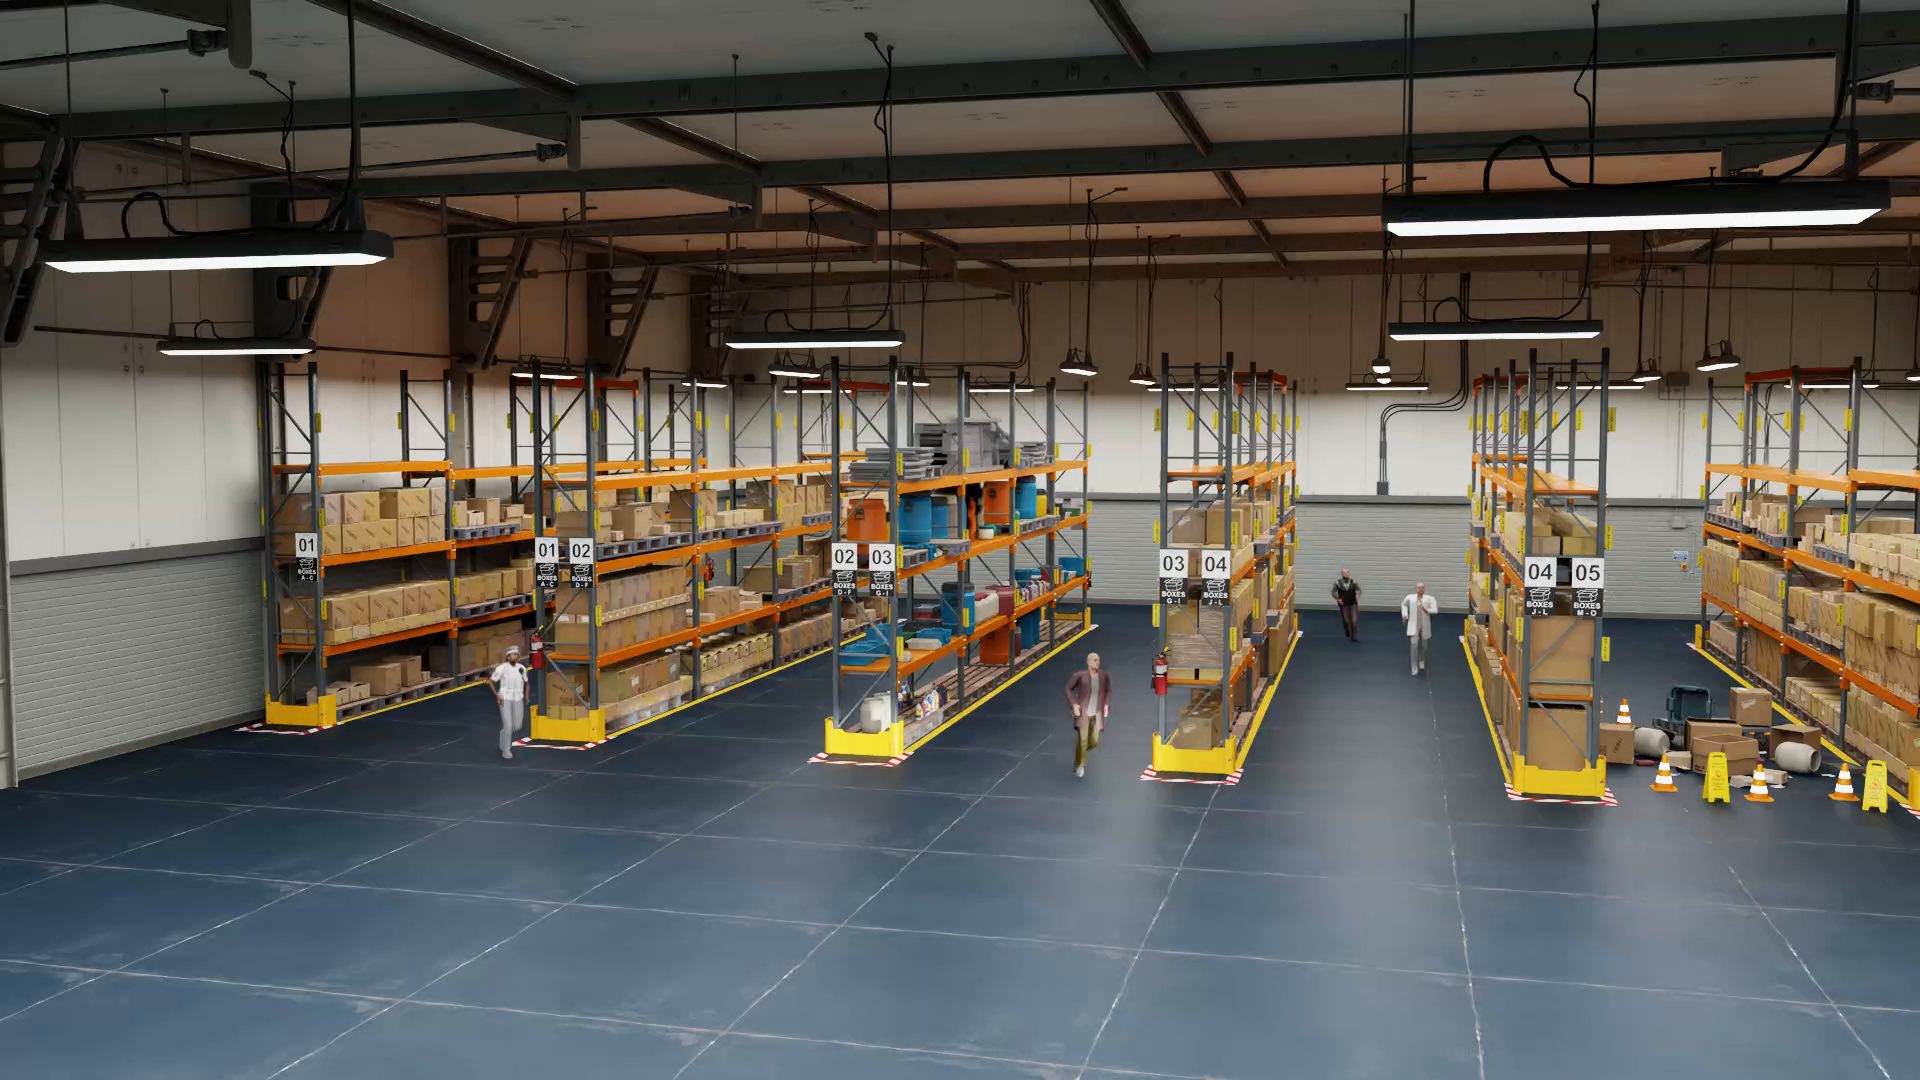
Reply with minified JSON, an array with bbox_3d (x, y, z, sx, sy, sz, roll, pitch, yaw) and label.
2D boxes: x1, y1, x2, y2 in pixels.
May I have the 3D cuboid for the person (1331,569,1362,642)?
[{"bbox_3d":[8.882,1.493,38.163,0.681,1.663,0.626,0,4,3],"label":"person"}]

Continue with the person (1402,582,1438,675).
[{"bbox_3d":[9.205,1.749,33.320,0.688,1.807,0.995,1,4,13],"label":"person"}]

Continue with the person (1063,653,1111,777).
[{"bbox_3d":[1.849,2.584,23.830,0.738,1.535,0.568,-1,4,-13],"label":"person"}]

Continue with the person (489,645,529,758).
[{"bbox_3d":[-6.771,2.425,25.080,0.618,1.669,0.505,-3,5,-35],"label":"person"}]
